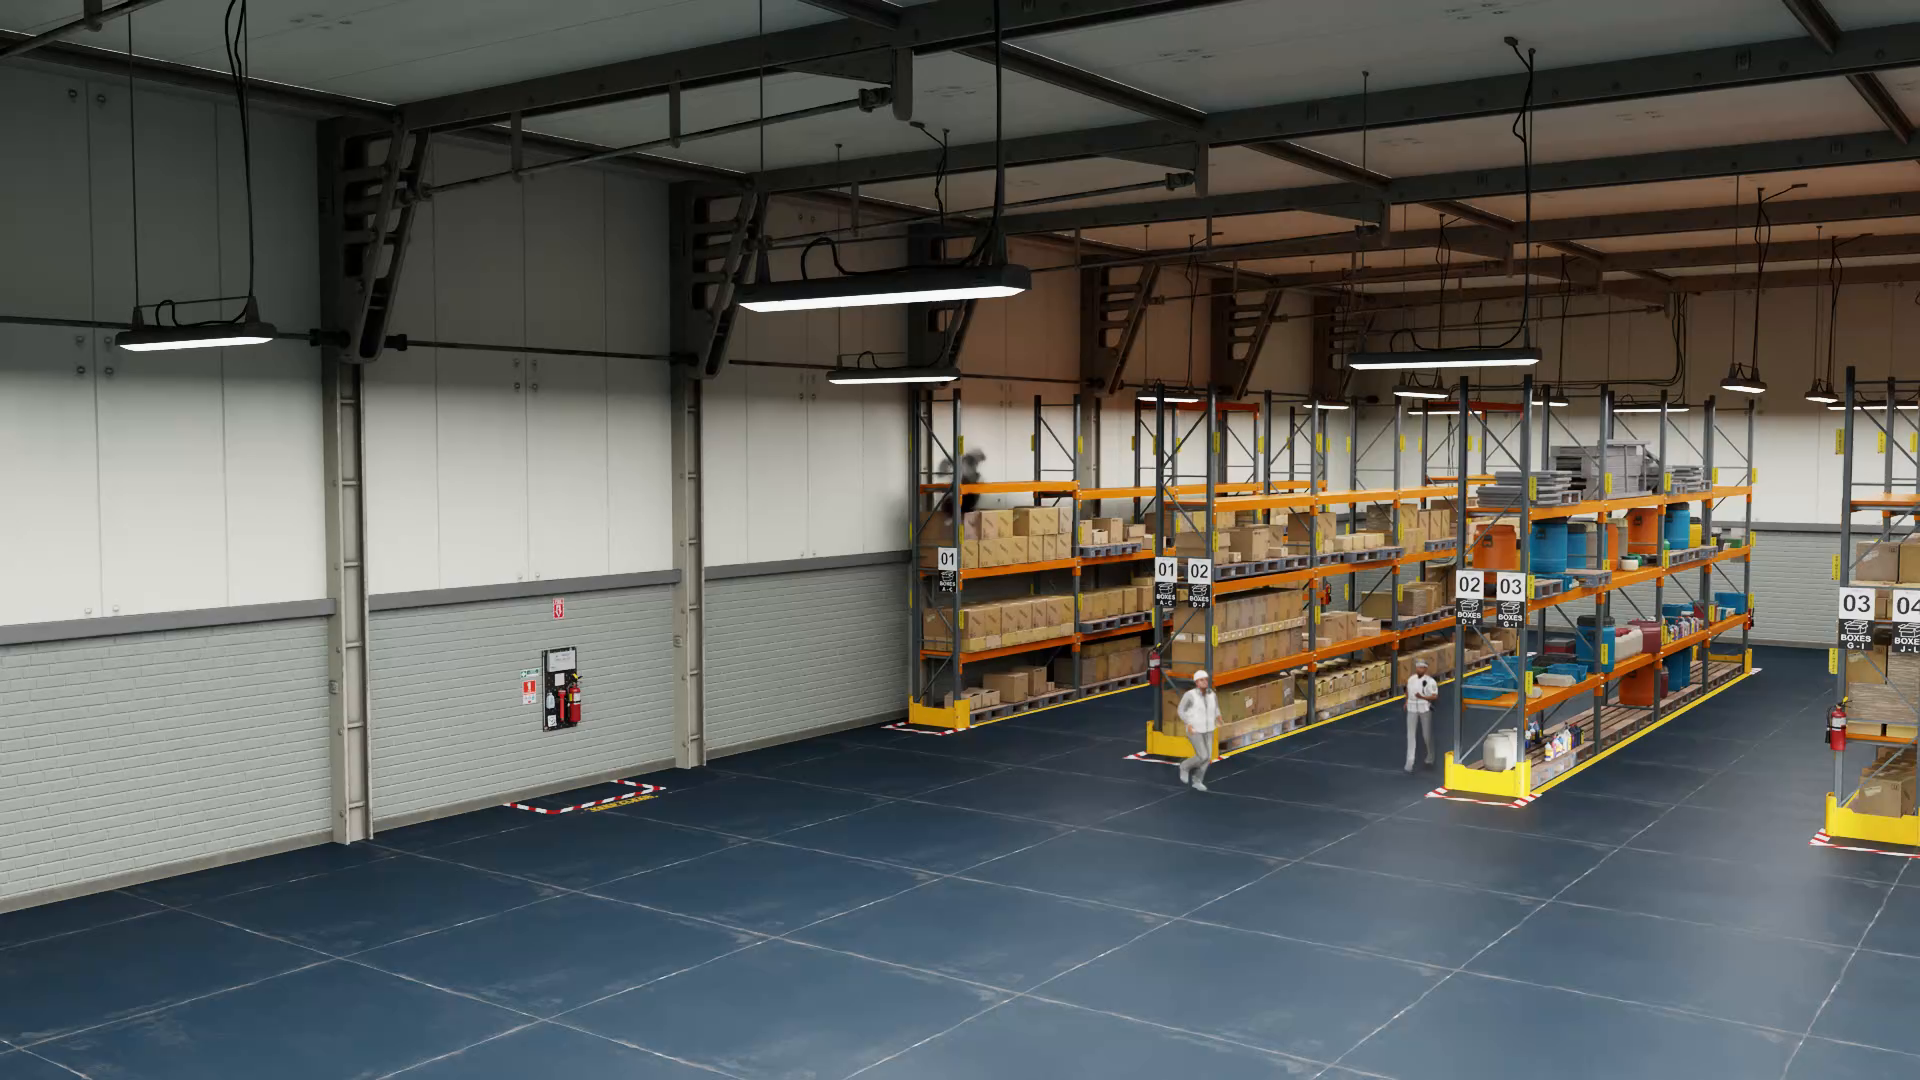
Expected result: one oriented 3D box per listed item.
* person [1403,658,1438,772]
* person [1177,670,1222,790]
[{"bbox_3d":[7.112,2.671,25.696,0.566,1.711,0.908,2,4,31],"label":"person"},{"bbox_3d":[3.520,2.762,24.160,0.652,1.744,0.610,-2,4,-25],"label":"person"}]
